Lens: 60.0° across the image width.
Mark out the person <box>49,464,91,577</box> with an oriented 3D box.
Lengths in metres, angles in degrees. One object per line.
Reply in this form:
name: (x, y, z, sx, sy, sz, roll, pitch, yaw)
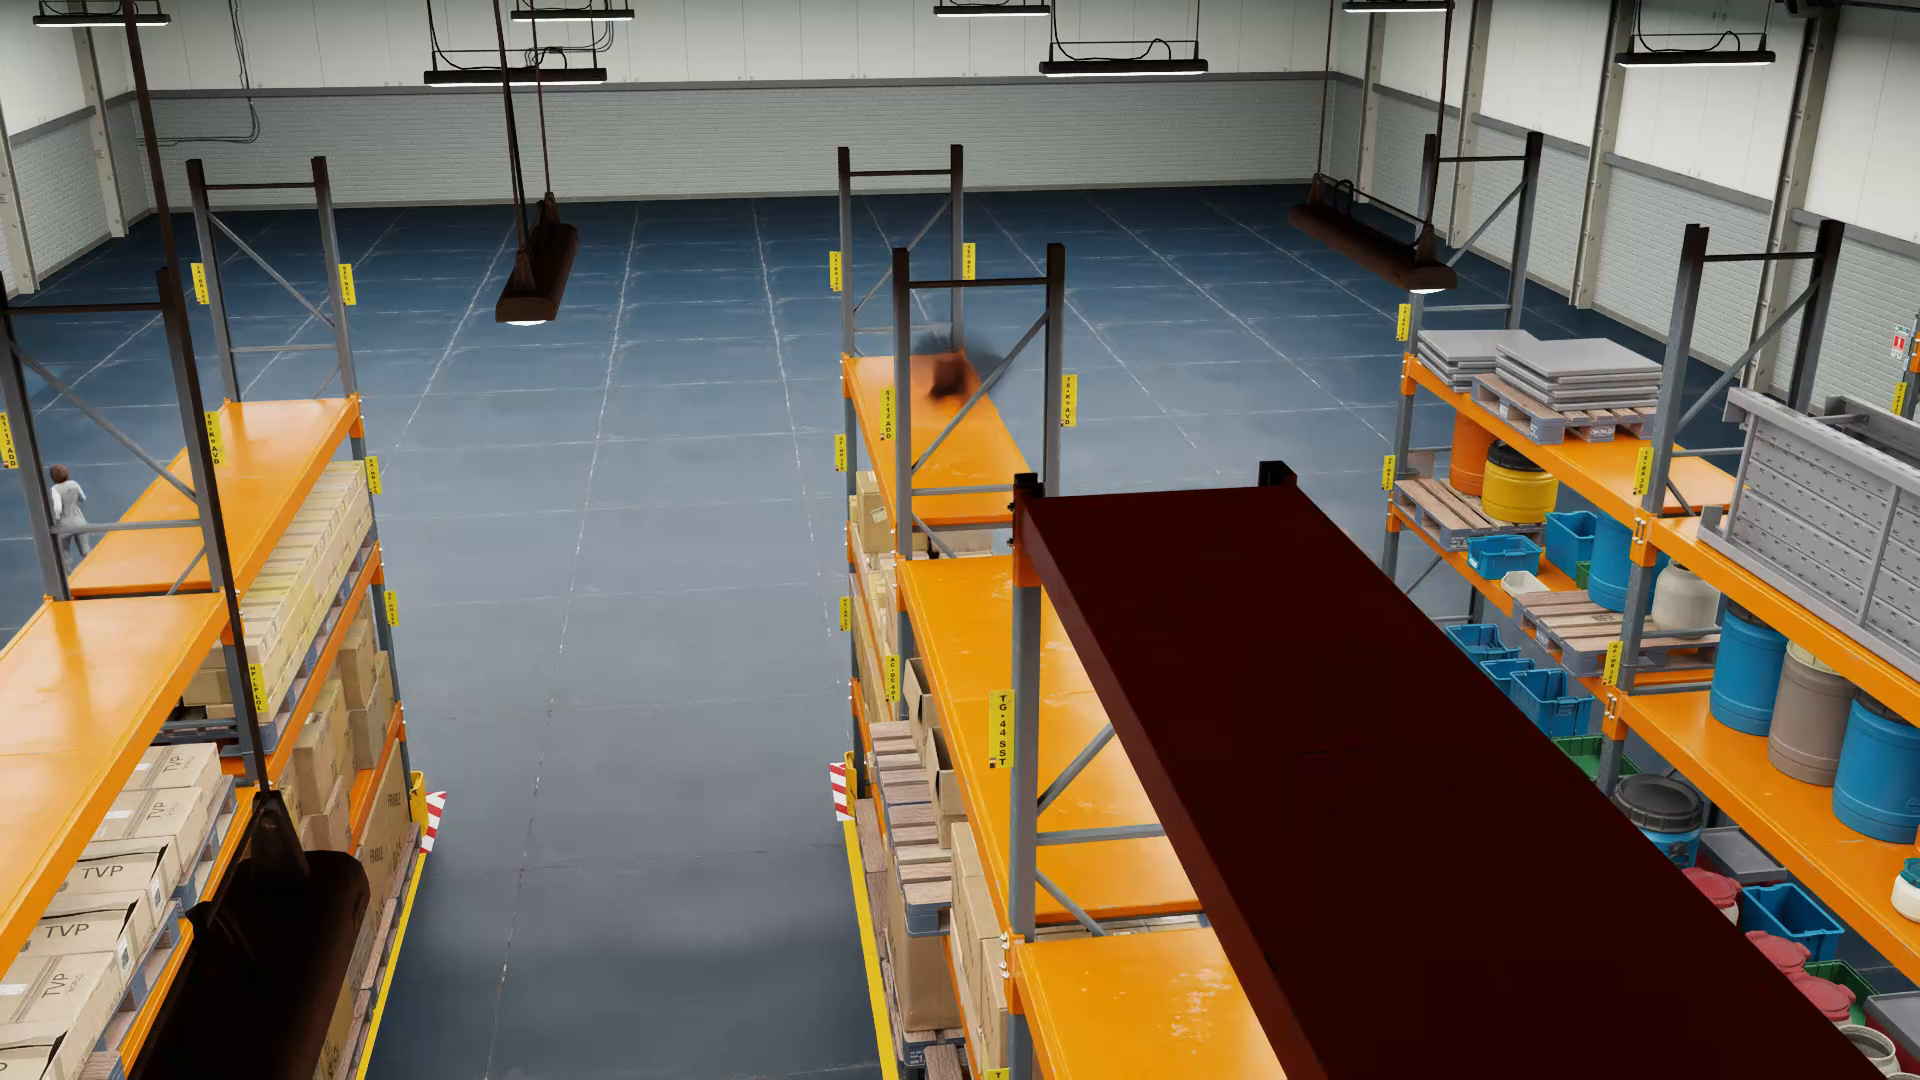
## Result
person: (-10.529, -0.126, 19.741, 0.837, 1.604, 0.558, 11, 24, 27)
